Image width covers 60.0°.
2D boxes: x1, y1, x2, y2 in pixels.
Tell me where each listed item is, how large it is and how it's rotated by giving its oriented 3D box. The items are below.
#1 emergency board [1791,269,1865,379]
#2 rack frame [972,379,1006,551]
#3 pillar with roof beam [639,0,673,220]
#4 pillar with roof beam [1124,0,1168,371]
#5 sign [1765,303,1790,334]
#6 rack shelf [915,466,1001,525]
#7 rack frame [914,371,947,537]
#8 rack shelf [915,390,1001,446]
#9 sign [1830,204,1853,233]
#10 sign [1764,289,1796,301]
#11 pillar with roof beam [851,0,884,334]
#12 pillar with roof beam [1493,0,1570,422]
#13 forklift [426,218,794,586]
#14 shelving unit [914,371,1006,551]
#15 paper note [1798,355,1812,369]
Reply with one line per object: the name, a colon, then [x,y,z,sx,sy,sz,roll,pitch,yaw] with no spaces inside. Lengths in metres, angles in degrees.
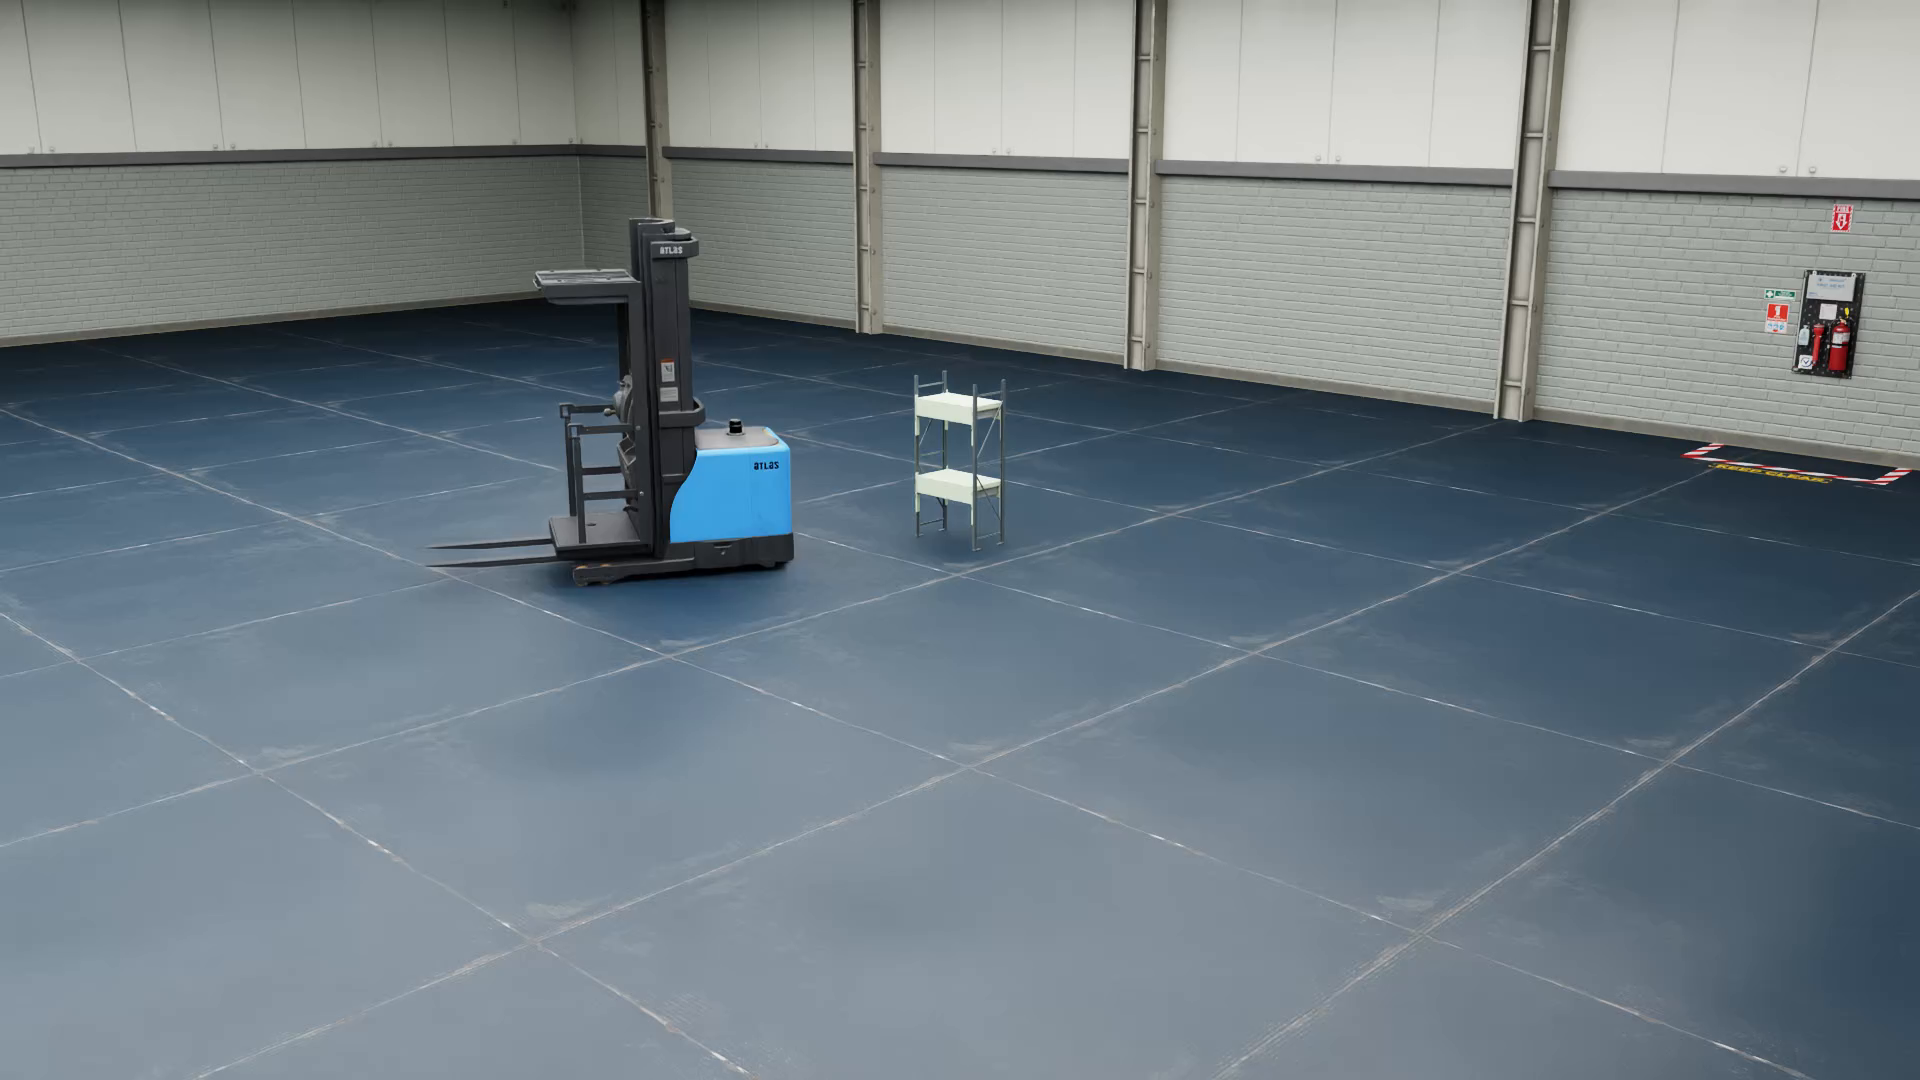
emergency board: [9.619,-2.390,18.474,0.643,1.169,0.194,14,20,42]
rack frame: [0.259,-0.663,14.820,0.023,1.500,0.400,14,20,42]
pillar with roof beam: [-8.893,-8.273,29.153,0.400,9.000,9.100,14,20,42]
pillar with roof beam: [-0.255,-6.173,21.093,0.400,9.000,9.100,14,20,42]
sign: [9.293,-2.523,18.913,0.234,0.329,0.001,14,20,42]
rack shelf: [-0.005,-0.411,15.148,0.720,0.370,0.431,14,20,42]
rack frame: [-0.268,-0.791,15.311,0.023,1.500,0.400,14,20,42]
rack shelf: [-0.005,-1.105,14.967,0.720,0.370,0.431,14,20,42]
sign: [9.683,-3.532,18.257,0.199,0.298,0.001,14,20,42]
sign: [9.290,-2.777,18.837,0.331,0.109,0.001,14,20,42]
pillar with roof beam: [-4.574,-7.223,25.123,0.400,9.000,9.100,14,20,42]
pillar with roof beam: [4.064,-5.123,17.063,0.400,9.000,9.100,14,20,42]
forklift: [-3.008,-1.185,13.984,3.031,2.935,1.130,-4,15,-17]
shelving unit: [-0.005,-0.727,15.065,0.755,1.500,0.431,14,20,42]
paper note: [9.540,-2.007,18.753,0.142,0.148,0.016,14,20,42]
